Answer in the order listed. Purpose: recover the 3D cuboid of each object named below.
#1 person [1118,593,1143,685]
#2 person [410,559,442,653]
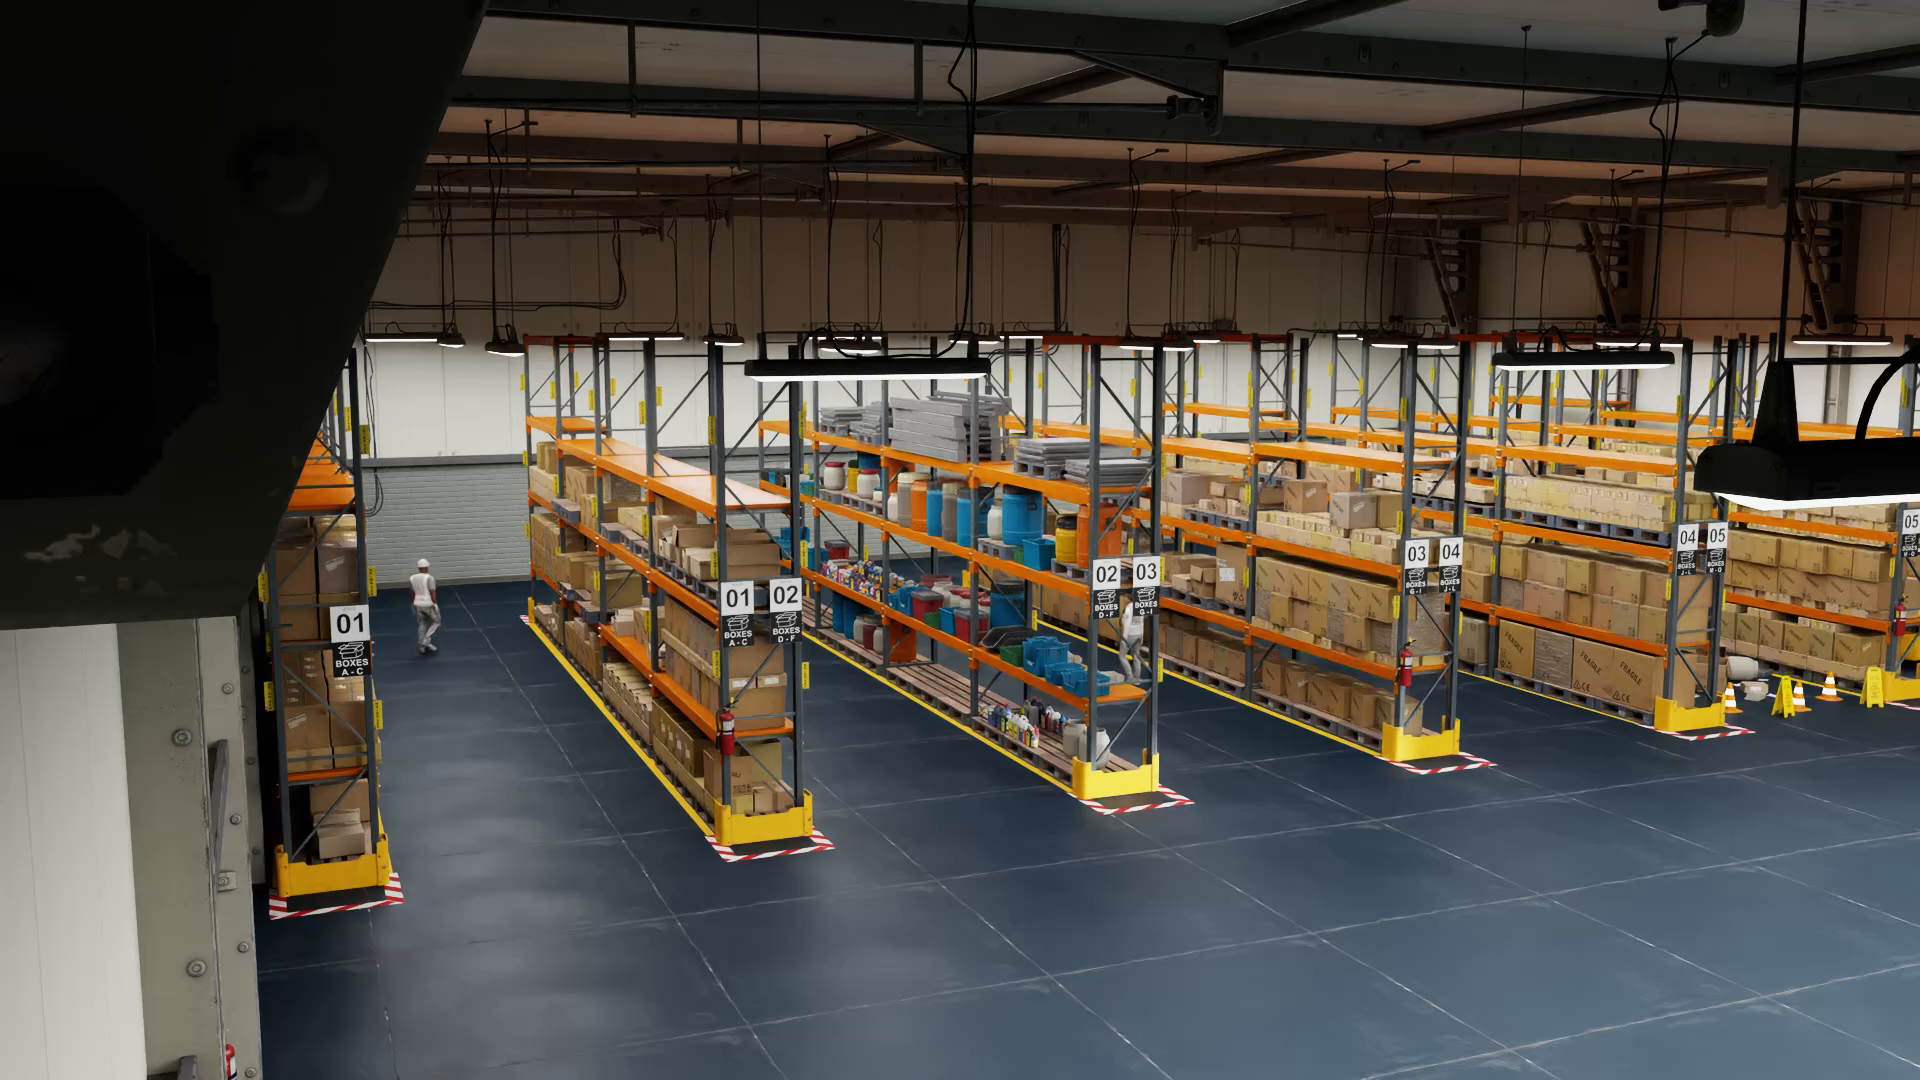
[{"bbox_3d":[2.981,1.692,28.780,0.352,1.707,0.519,7,11,44],"label":"person"},{"bbox_3d":[-10.188,1.255,31.593,0.597,1.785,0.485,3,8,23],"label":"person"}]
